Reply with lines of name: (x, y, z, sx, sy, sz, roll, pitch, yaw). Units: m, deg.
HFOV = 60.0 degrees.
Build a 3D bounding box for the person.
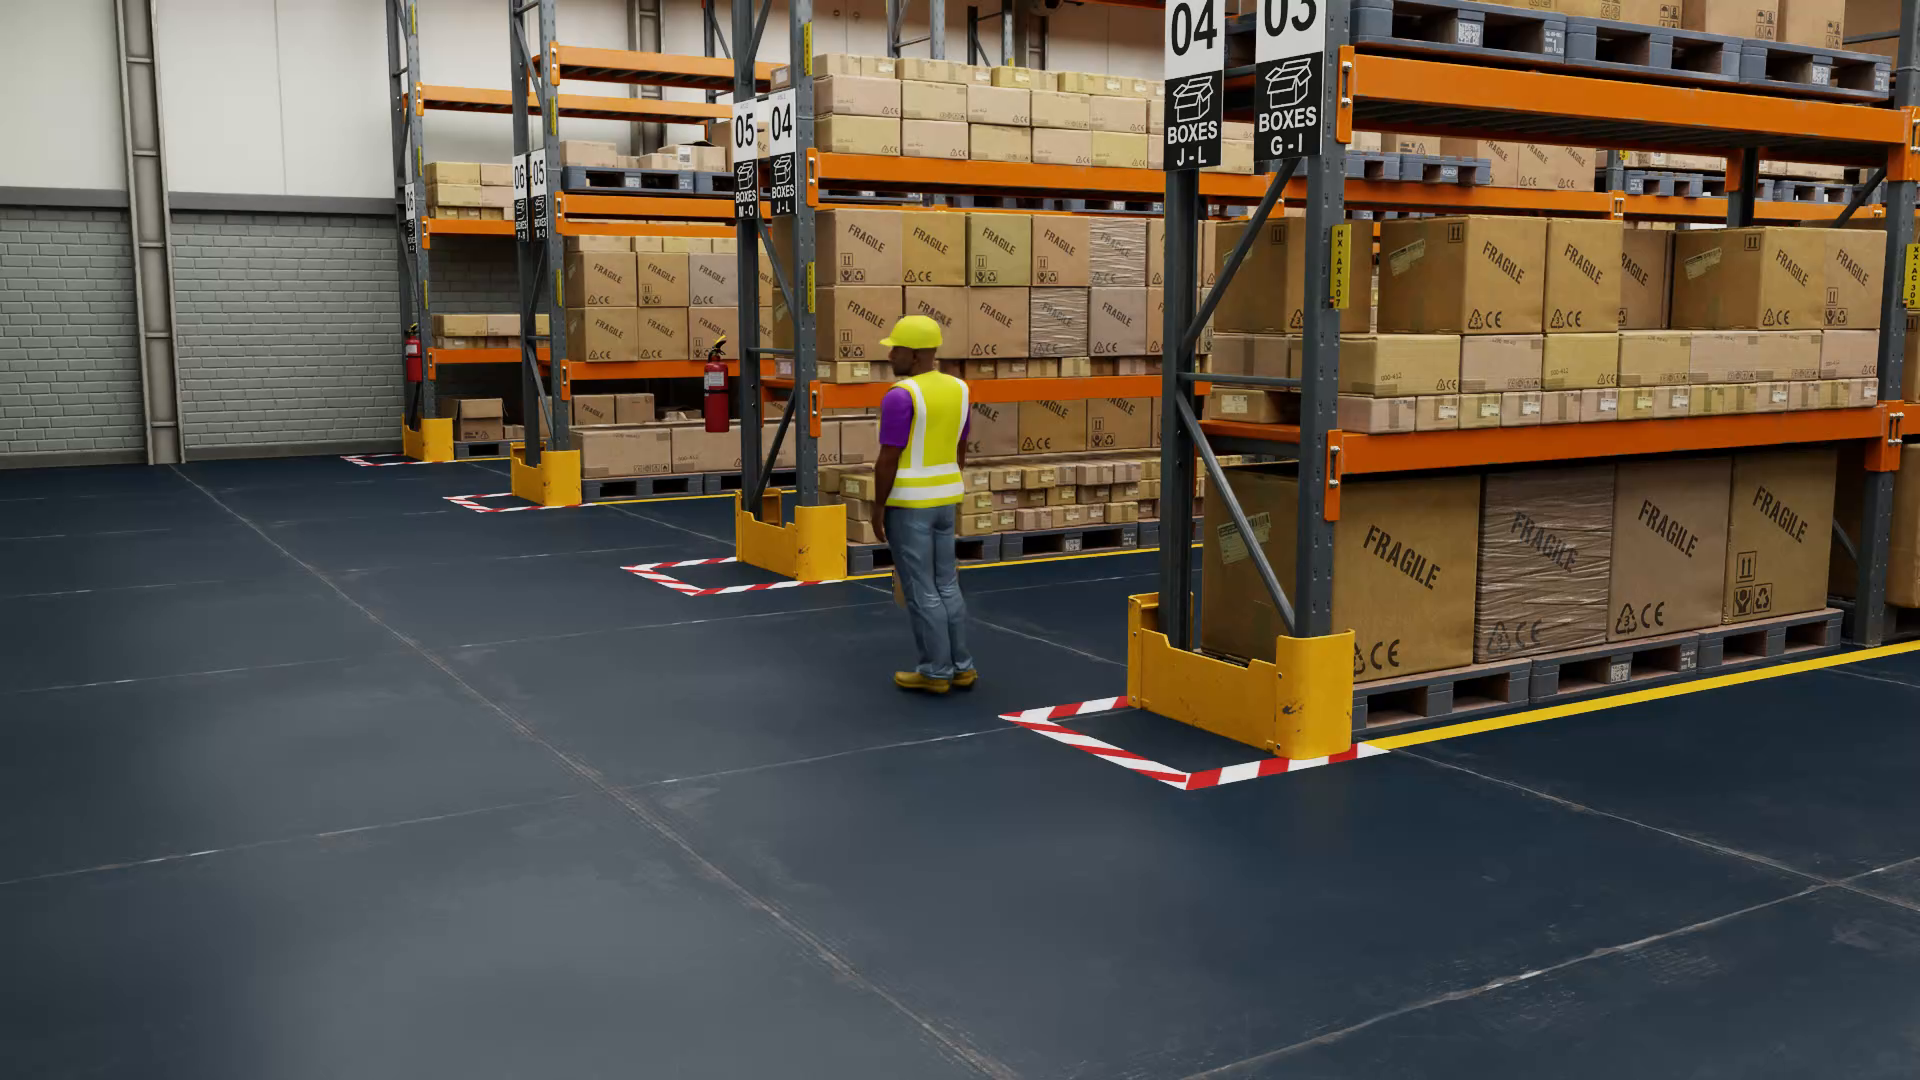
person: (-0.155, -0.165, 7.820, 0.346, 1.767, 0.653, 7, 11, 41)
